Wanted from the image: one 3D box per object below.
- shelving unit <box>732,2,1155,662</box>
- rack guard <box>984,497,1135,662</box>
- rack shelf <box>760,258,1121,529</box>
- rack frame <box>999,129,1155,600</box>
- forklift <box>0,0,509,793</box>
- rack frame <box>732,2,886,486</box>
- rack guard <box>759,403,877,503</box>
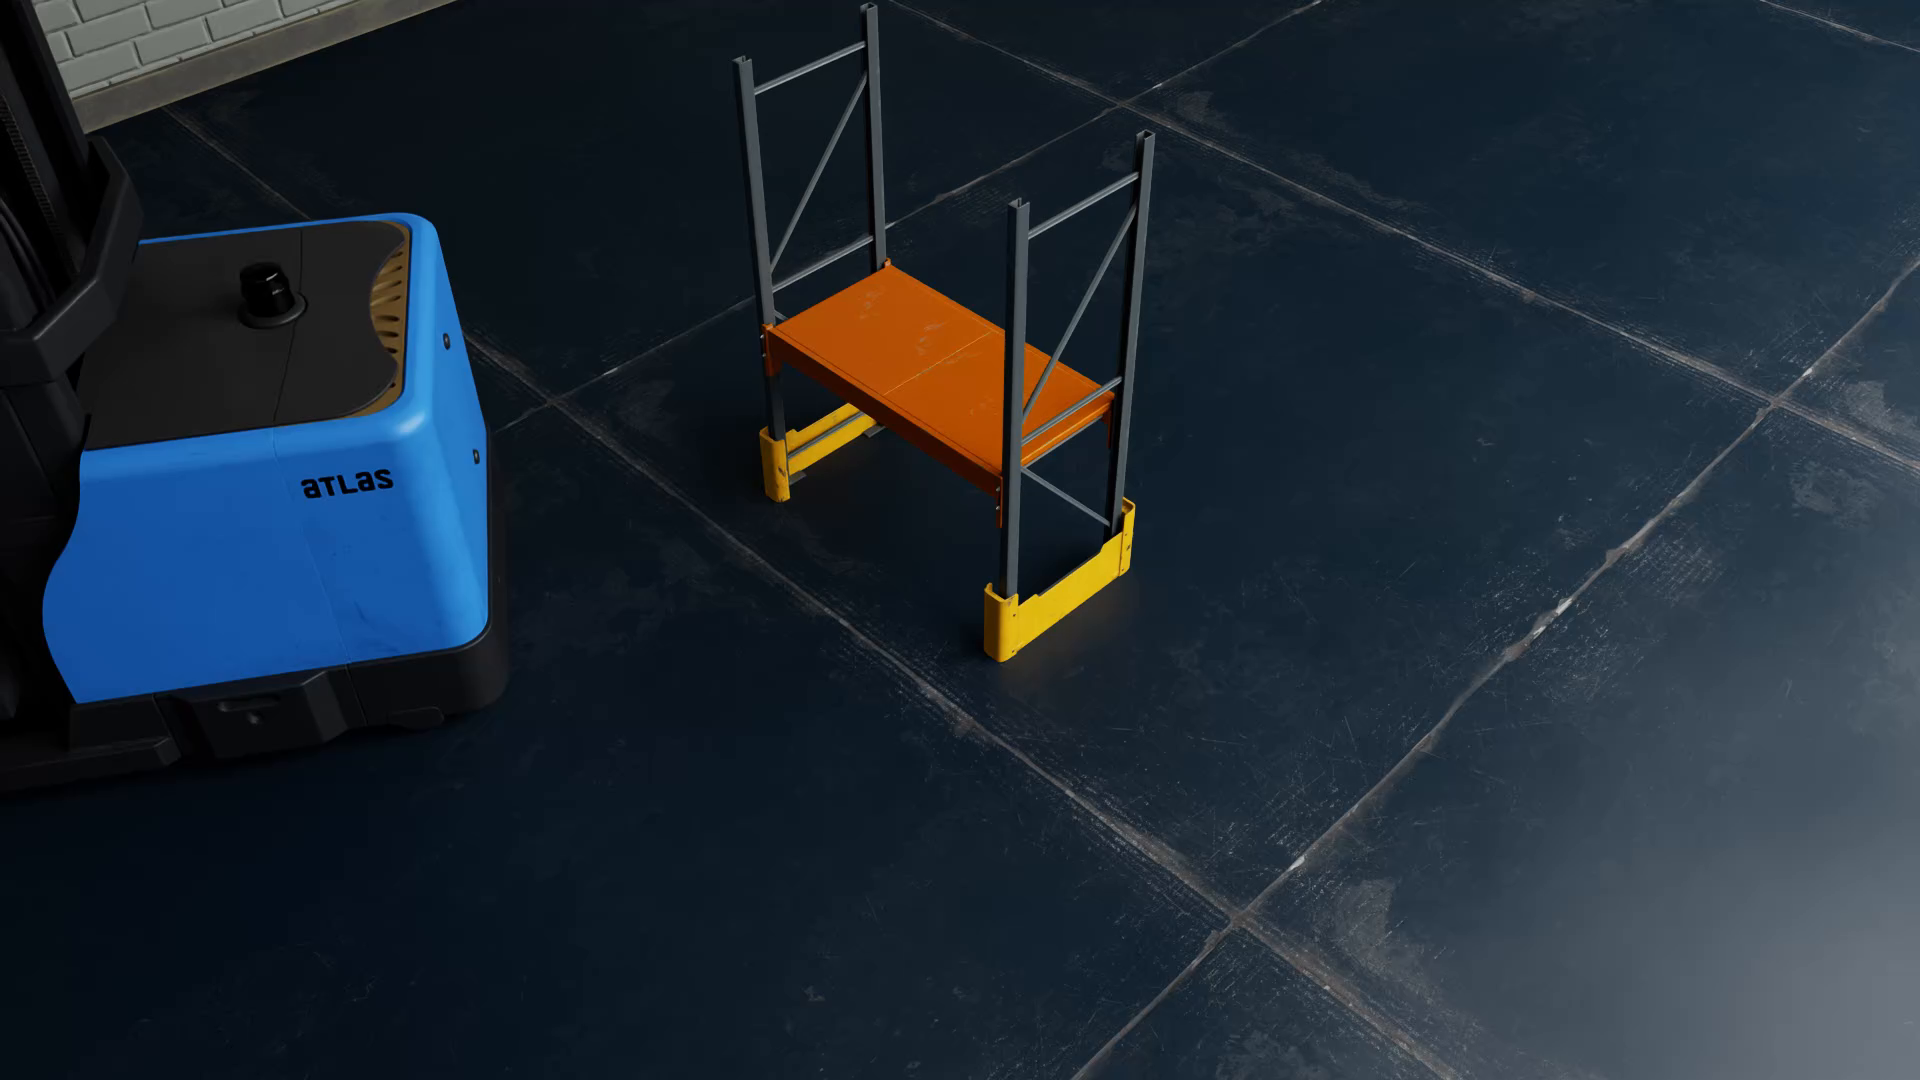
[{"bbox_3d":[-0.054,-0.587,4.781,0.587,1.500,1.083,-34,53,-31],"label":"shelving unit"},{"bbox_3d":[0.298,0.111,4.946,0.587,0.250,0.087,-34,53,-31],"label":"rack guard"},{"bbox_3d":[-0.060,-0.460,4.907,0.538,0.185,1.000,-34,53,-31],"label":"rack shelf"},{"bbox_3d":[0.299,-0.348,4.521,0.500,1.500,0.032,-34,53,-31],"label":"rack frame"},{"bbox_3d":[-2.851,-0.695,3.842,3.031,2.935,1.130,-8,43,-9],"label":"forklift"},{"bbox_3d":[-0.419,-0.836,5.050,0.500,1.500,0.032,-34,53,-31],"label":"rack frame"},{"bbox_3d":[-0.406,-0.368,5.464,0.587,0.250,0.087,-34,53,-31],"label":"rack guard"}]
